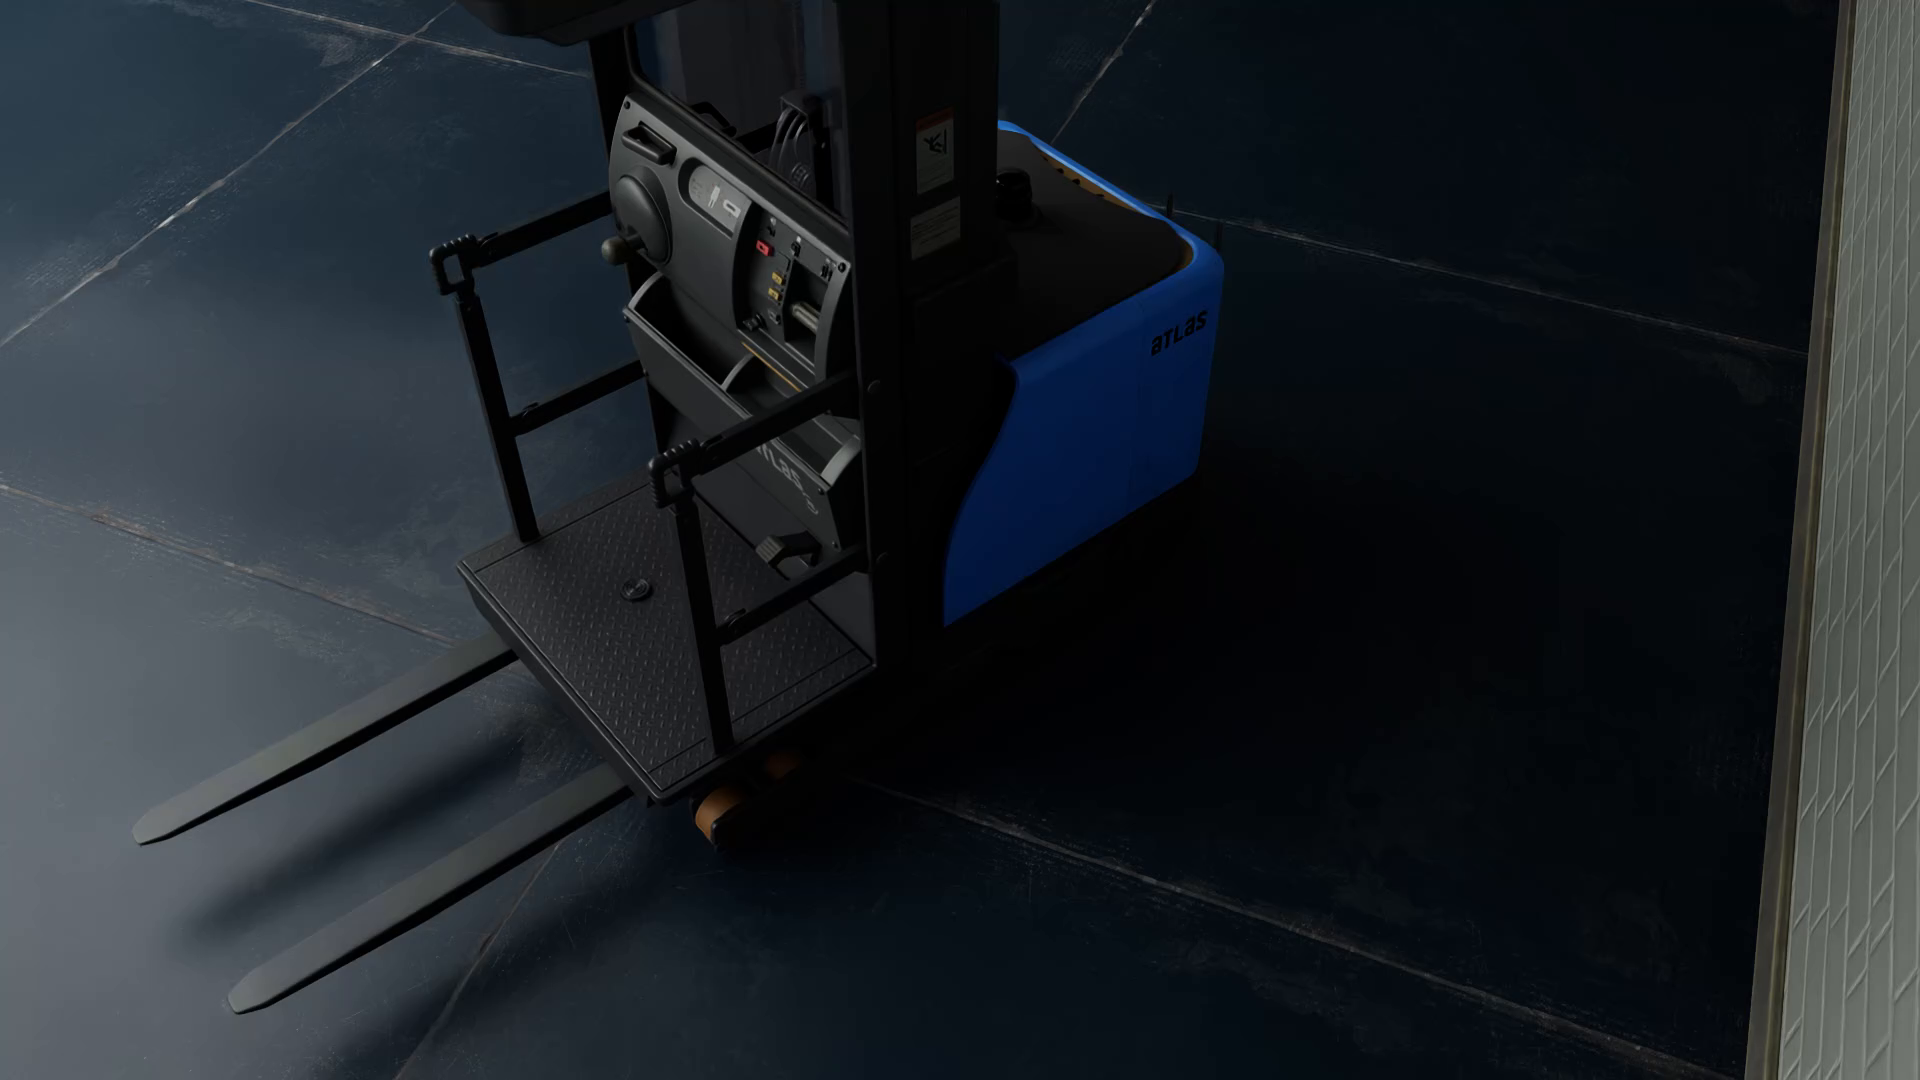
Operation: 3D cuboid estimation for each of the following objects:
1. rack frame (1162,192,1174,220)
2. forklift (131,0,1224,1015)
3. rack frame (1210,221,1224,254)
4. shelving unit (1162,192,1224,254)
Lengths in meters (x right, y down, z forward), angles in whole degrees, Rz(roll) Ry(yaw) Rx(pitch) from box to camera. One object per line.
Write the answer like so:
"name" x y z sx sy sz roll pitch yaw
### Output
"rack frame" 0.555 -0.677 5.293 0.240 0.900 0.006 -31 53 -28
"forklift" -0.718 -0.650 3.825 3.031 2.935 1.130 -30 52 -27
"rack frame" 0.688 -0.569 5.184 0.240 0.900 0.006 -31 53 -28
"shelving unit" 0.622 -0.623 5.238 0.258 0.900 0.210 -31 53 -28
